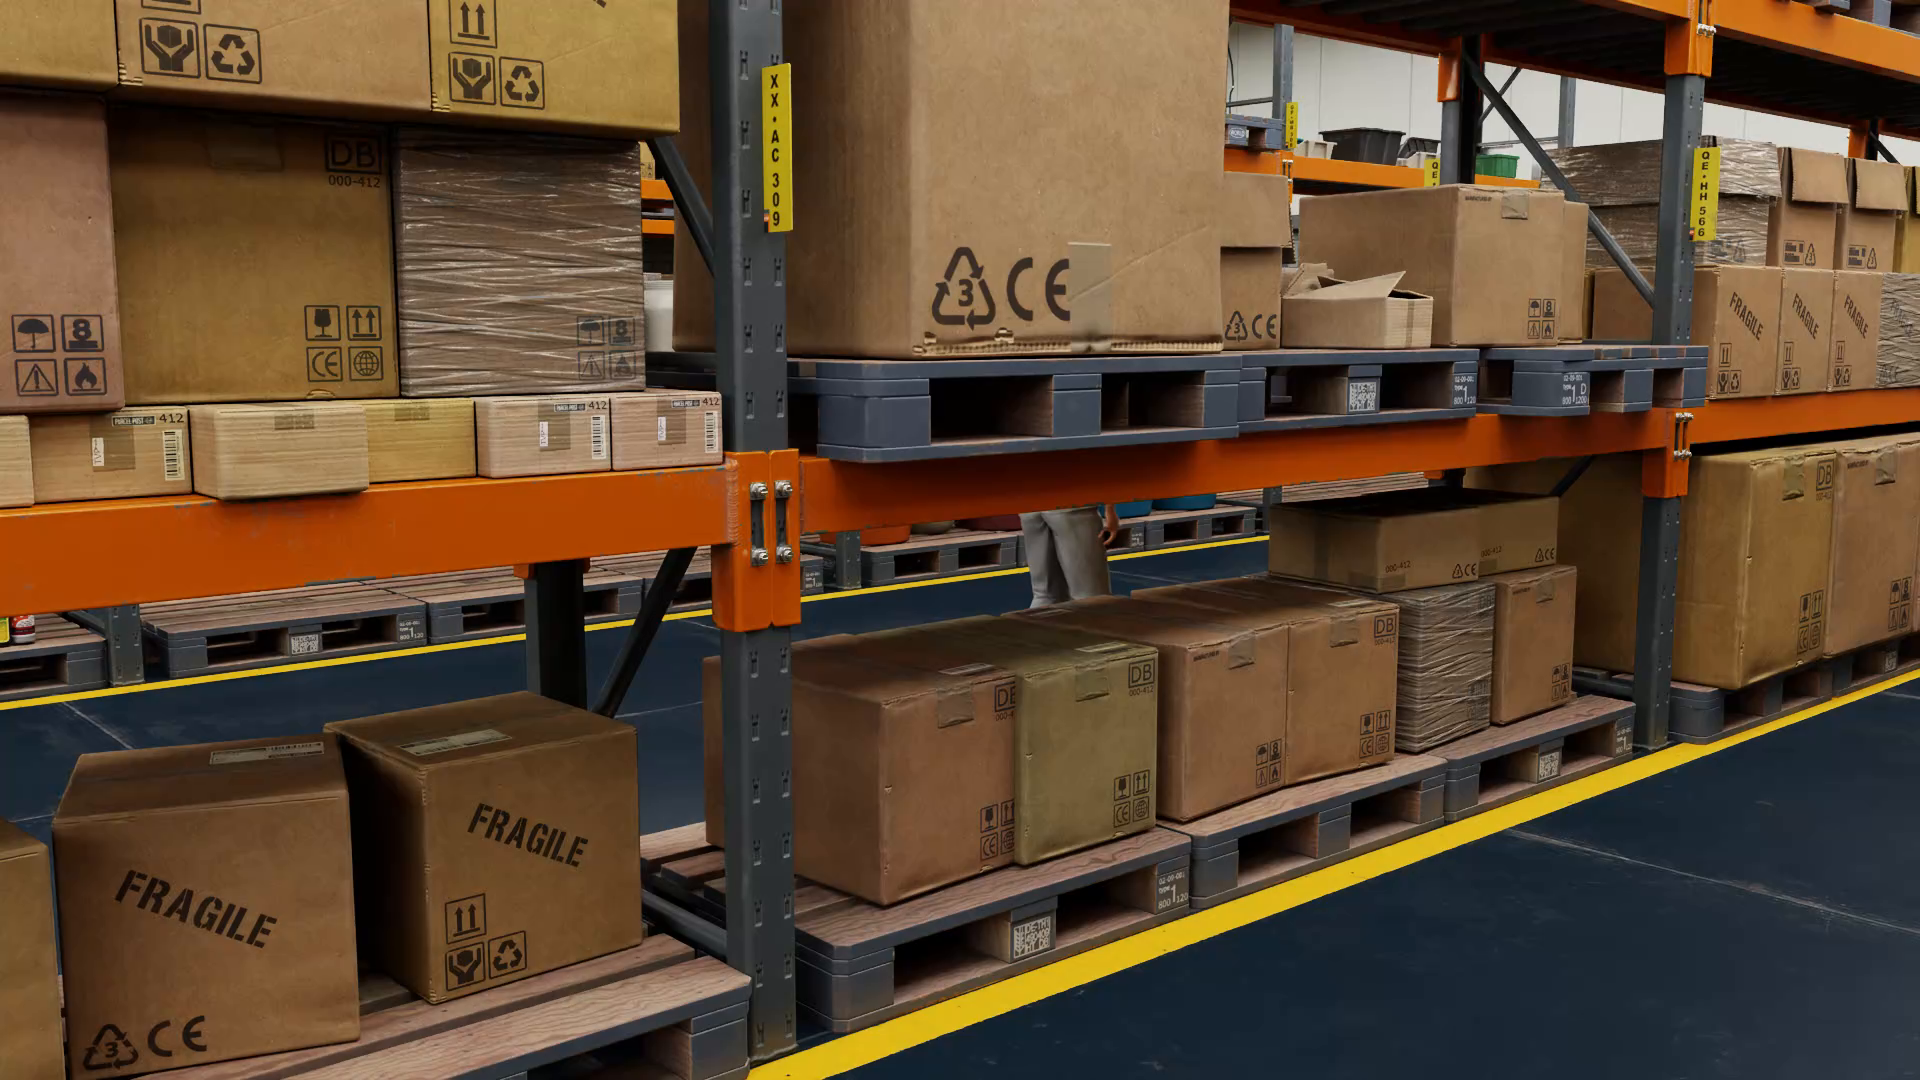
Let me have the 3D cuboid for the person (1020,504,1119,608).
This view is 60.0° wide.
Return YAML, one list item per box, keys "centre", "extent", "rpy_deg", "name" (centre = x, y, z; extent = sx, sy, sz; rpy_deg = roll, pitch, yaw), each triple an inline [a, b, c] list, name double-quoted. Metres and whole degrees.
- centre: [0.426, -0.109, 6.621]
  extent: [0.353, 1.673, 0.492]
  rpy_deg: [-7, 10, -41]
  name: "person"
